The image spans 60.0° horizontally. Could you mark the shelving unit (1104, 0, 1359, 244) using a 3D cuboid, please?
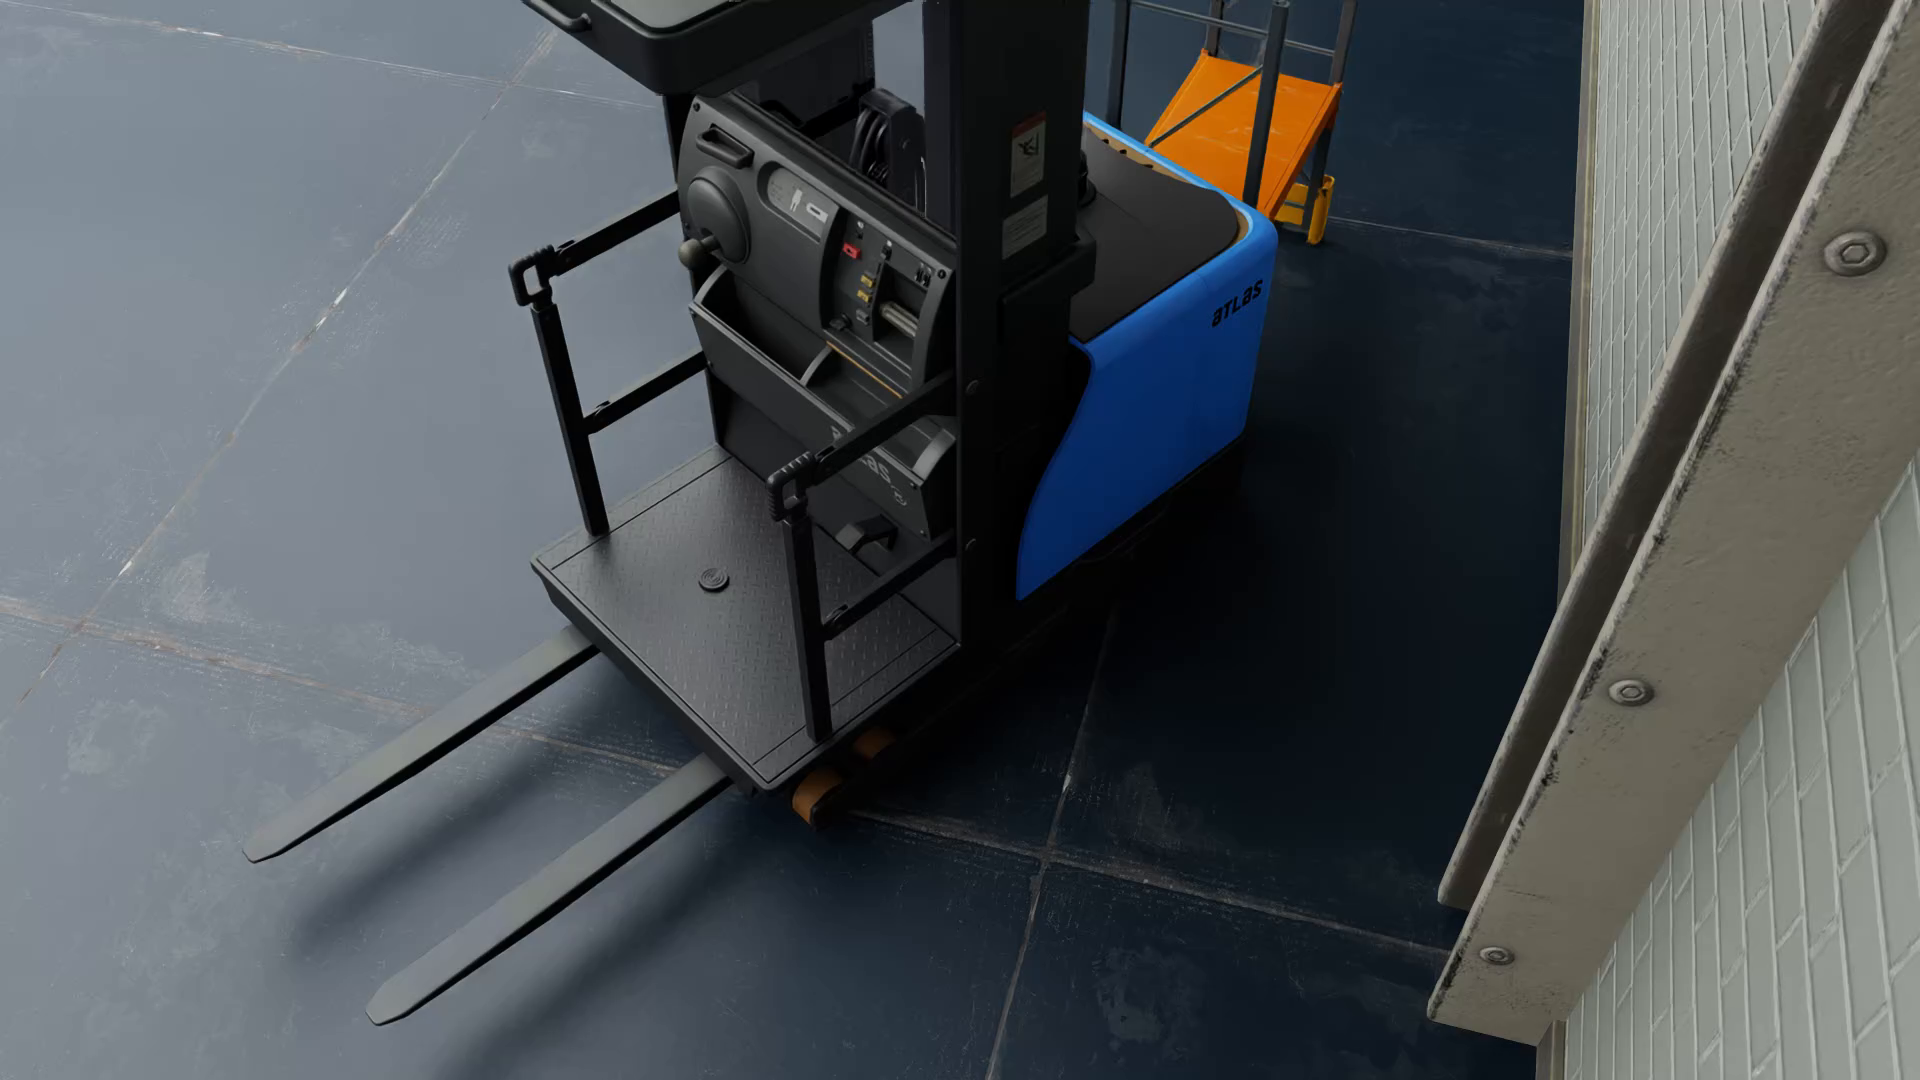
[{"bbox_3d":[0.882,-1.383,5.470,0.587,1.500,1.083,19,51,16],"label":"shelving unit"}]

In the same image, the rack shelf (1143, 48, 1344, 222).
[{"bbox_3d":[0.886,-1.270,5.610,0.538,0.185,1.000,19,51,16],"label":"rack shelf"}]

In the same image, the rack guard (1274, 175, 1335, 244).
[{"bbox_3d":[1.093,-1.307,6.237,0.587,0.250,0.087,19,51,16],"label":"rack guard"}]

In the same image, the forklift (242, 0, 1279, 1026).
[{"bbox_3d":[-0.514,-0.634,3.854,3.031,2.935,1.130,-35,57,-27],"label":"forklift"}]

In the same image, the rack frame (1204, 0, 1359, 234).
[{"bbox_3d":[1.101,-1.734,5.780,0.500,1.500,0.032,19,51,16],"label":"rack frame"}]

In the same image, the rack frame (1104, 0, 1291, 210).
[{"bbox_3d":[0.672,-1.043,5.170,0.500,1.500,0.032,19,51,16],"label":"rack frame"}]

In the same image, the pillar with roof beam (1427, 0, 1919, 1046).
[{"bbox_3d":[-2.777,-2.734,1.661,9.100,9.000,0.400,12,50,10],"label":"pillar with roof beam"}]
